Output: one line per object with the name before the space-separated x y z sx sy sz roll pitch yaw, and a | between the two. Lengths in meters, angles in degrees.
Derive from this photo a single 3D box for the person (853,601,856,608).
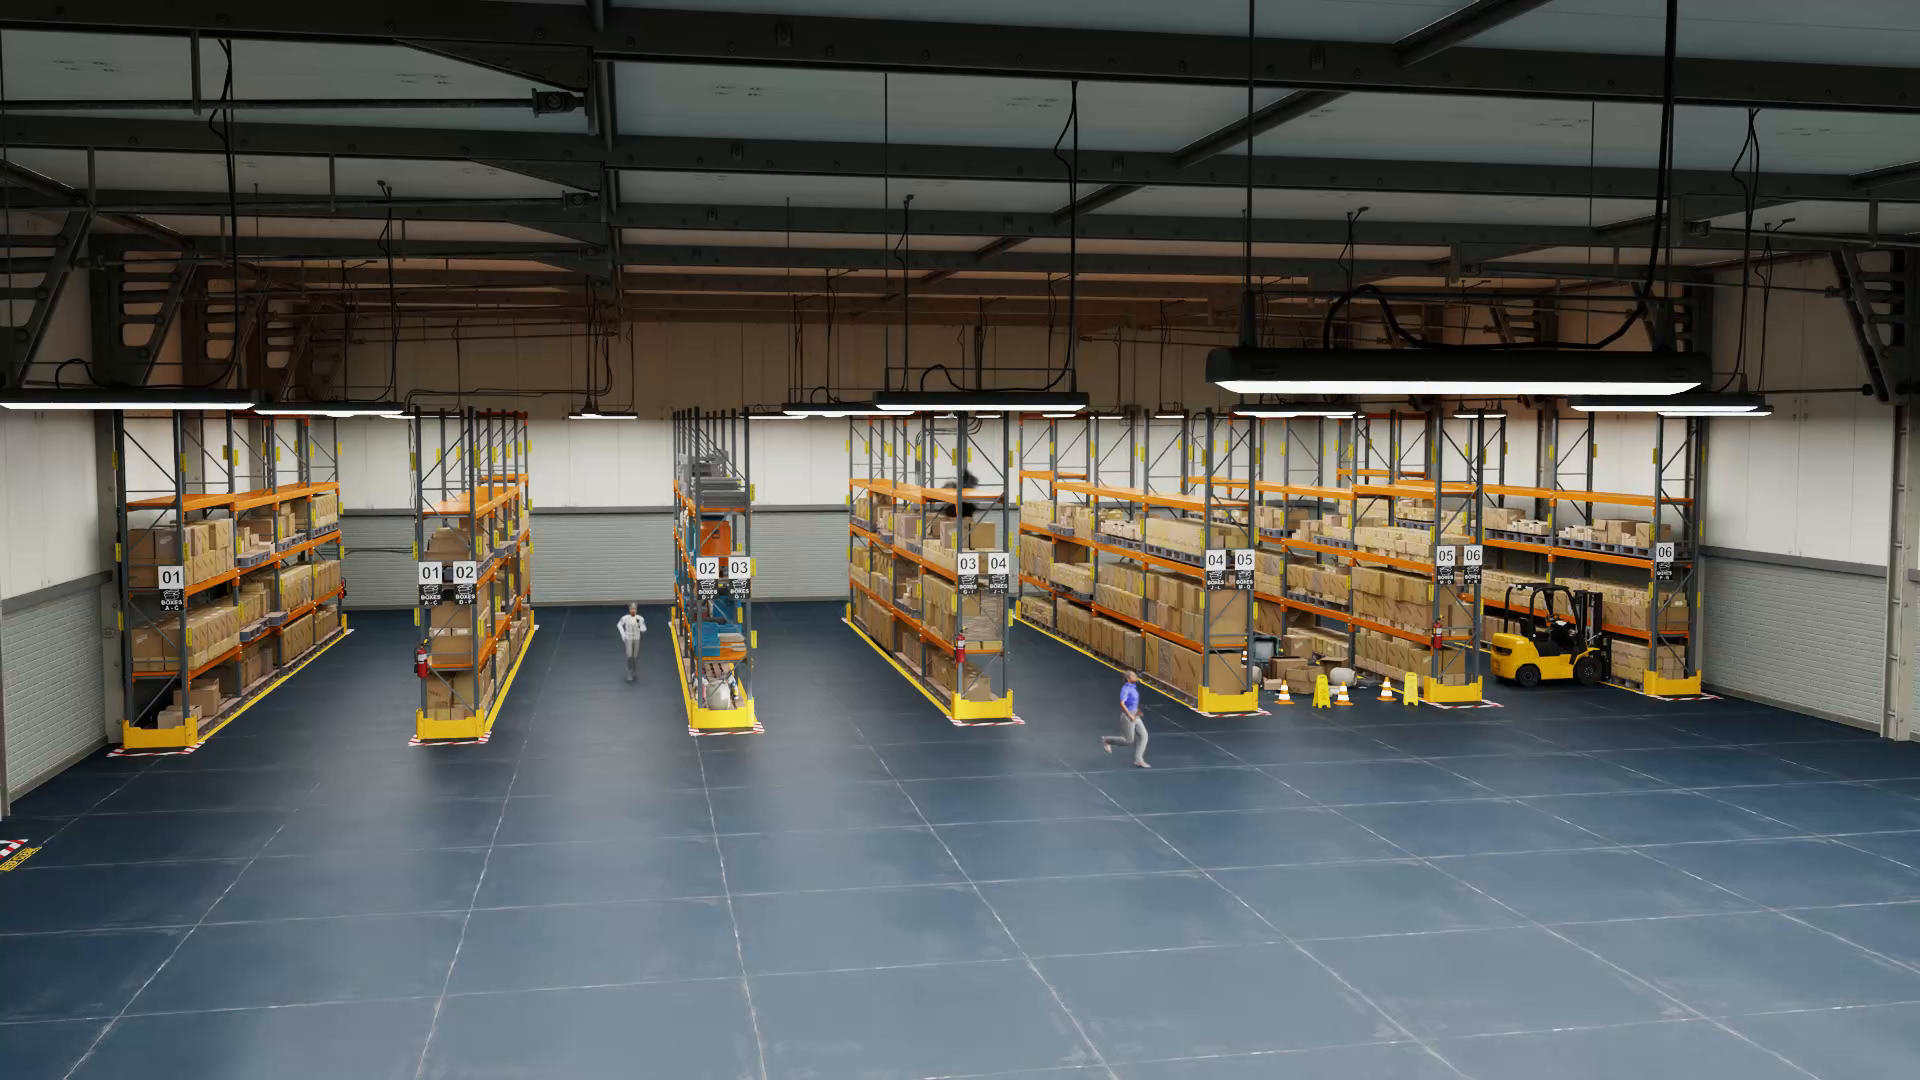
person | -2.847 1.397 48.975 0.864 1.731 0.651 0 4 2

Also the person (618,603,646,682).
person | -7.267 2.261 36.935 0.593 1.754 0.739 -2 4 -21

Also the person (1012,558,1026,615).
person | 1.819 1.354 49.559 0.909 1.675 0.588 -2 5 -31

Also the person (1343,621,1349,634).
person | 10.433 1.707 44.770 0.595 1.654 0.584 -2 4 -22

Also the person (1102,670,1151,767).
person | 2.790 2.969 27.716 0.803 1.619 0.572 2 4 25
